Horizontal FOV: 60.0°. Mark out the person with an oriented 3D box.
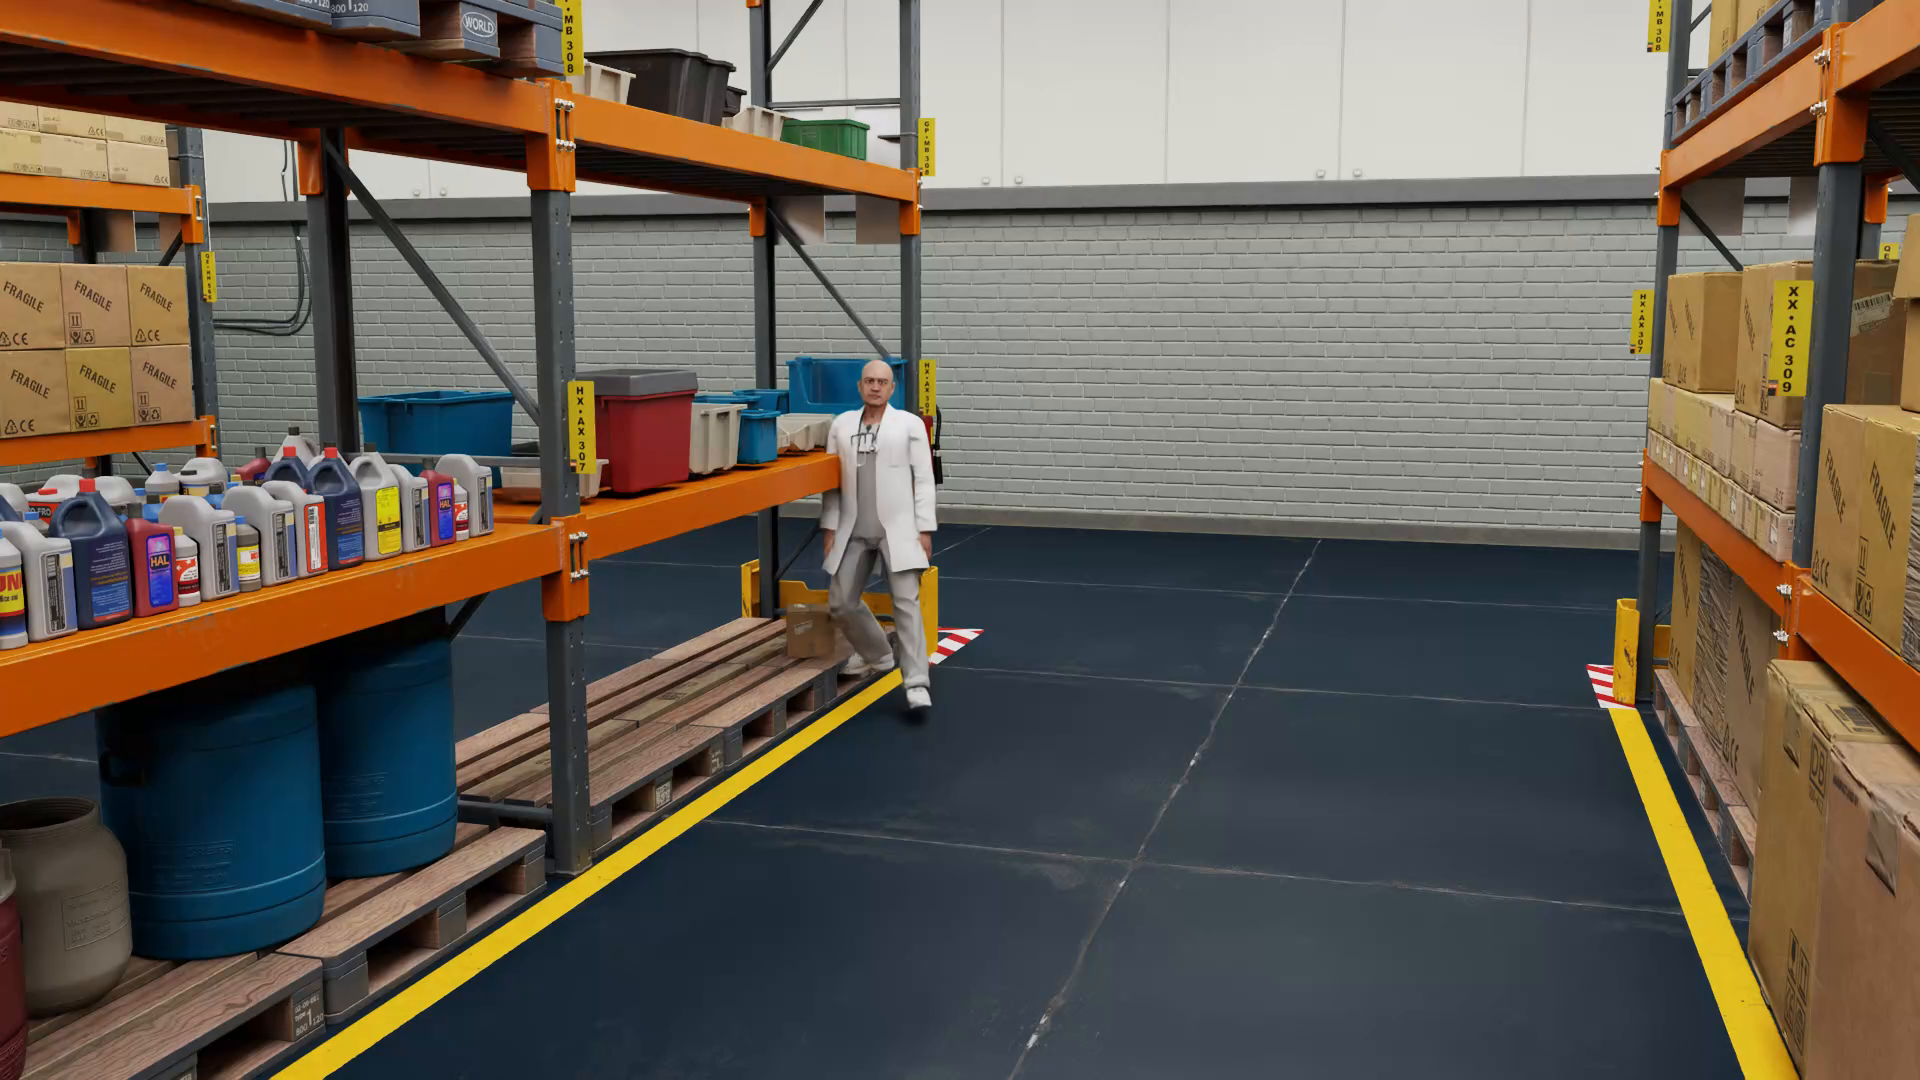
[{"bbox_3d":[-0.393,-0.043,8.501,0.736,1.742,0.789,3,9,18],"label":"person"}]
